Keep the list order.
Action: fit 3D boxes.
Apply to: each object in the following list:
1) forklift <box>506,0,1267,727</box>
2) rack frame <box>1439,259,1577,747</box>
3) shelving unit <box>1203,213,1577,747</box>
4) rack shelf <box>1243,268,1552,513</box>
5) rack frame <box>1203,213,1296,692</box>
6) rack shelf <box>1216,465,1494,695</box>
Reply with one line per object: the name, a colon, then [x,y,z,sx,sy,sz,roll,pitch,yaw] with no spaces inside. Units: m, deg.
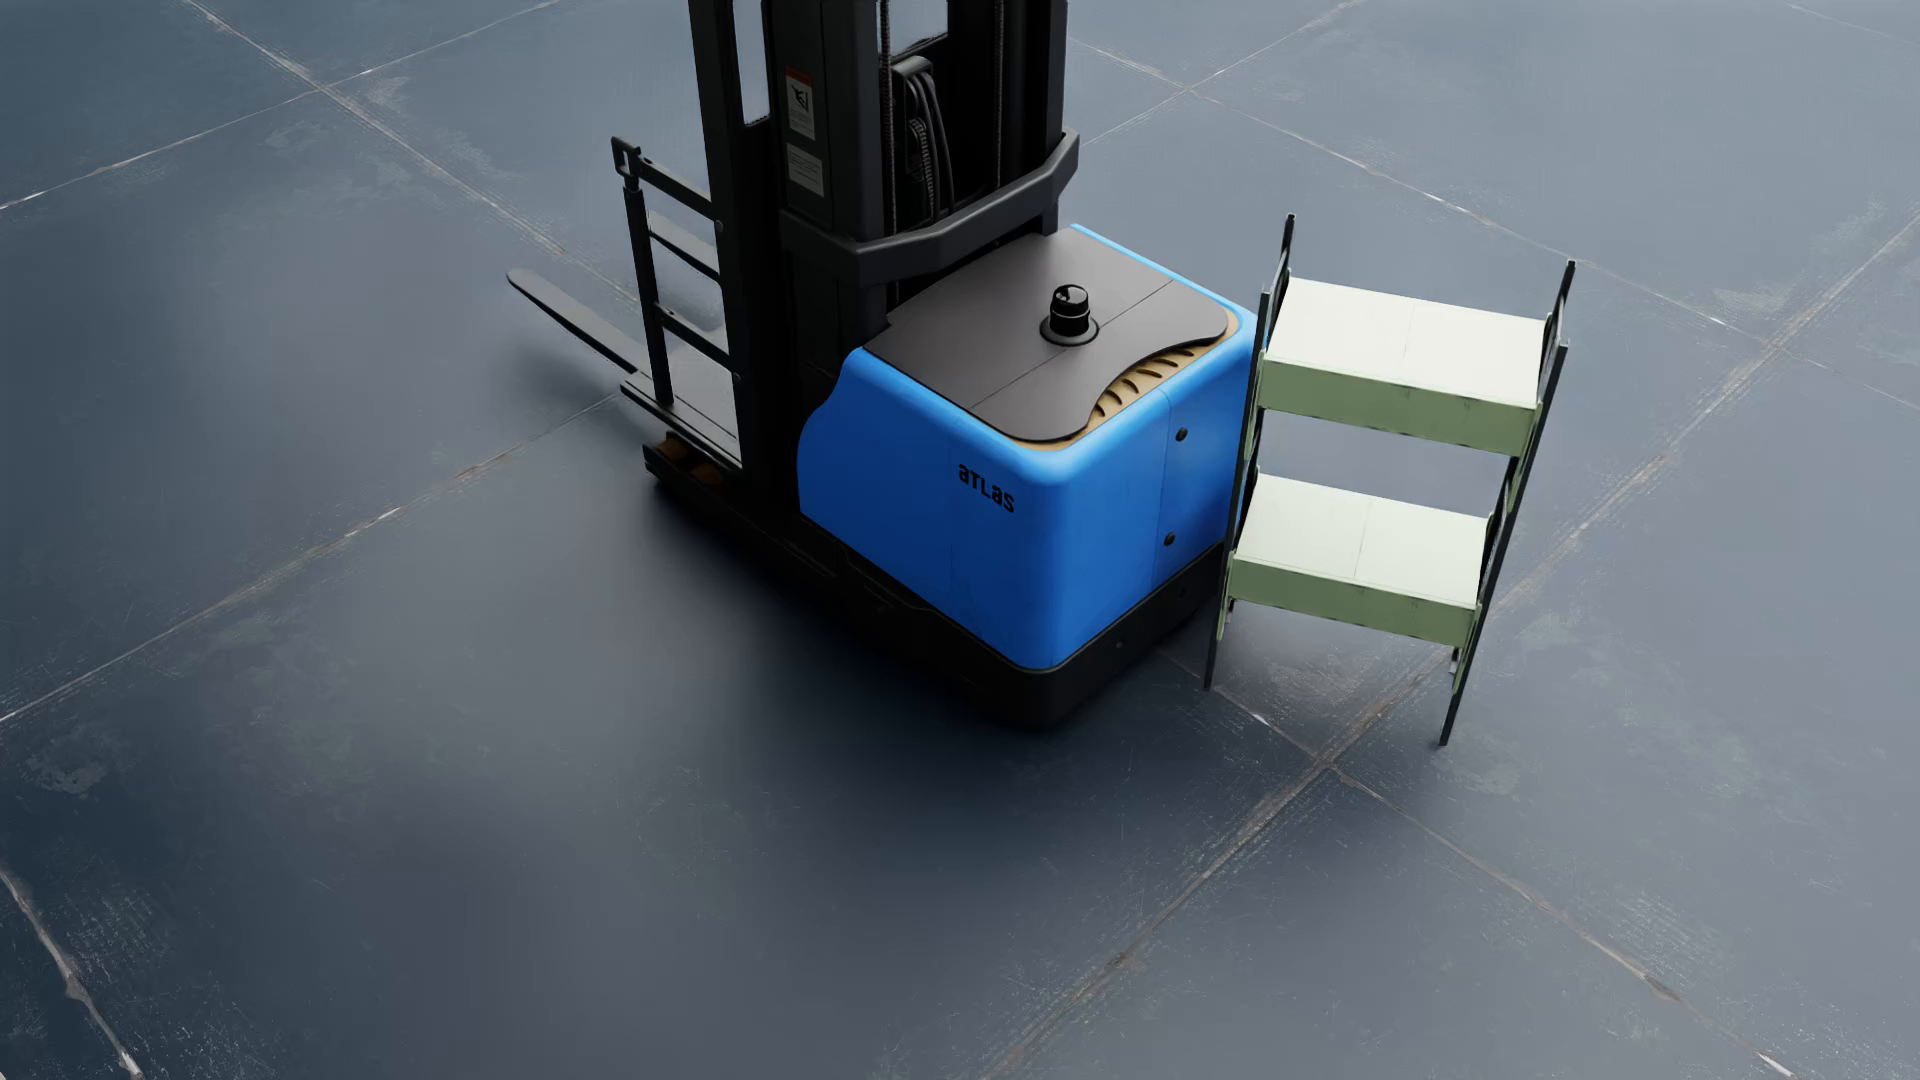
forklift: [-0.481,-1.402,5.108,3.031,2.935,1.130,34,52,31]
rack frame: [1.533,-0.050,4.699,0.023,1.500,0.400,12,44,13]
shelving unit: [1.185,-0.127,4.782,0.755,1.500,0.431,12,44,13]
rack shelf: [1.185,-0.414,4.517,0.720,0.370,0.431,12,44,13]
rack frame: [0.836,-0.204,4.865,0.023,1.500,0.400,12,44,13]
rack shelf: [1.185,0.112,5.004,0.720,0.370,0.431,12,44,13]
